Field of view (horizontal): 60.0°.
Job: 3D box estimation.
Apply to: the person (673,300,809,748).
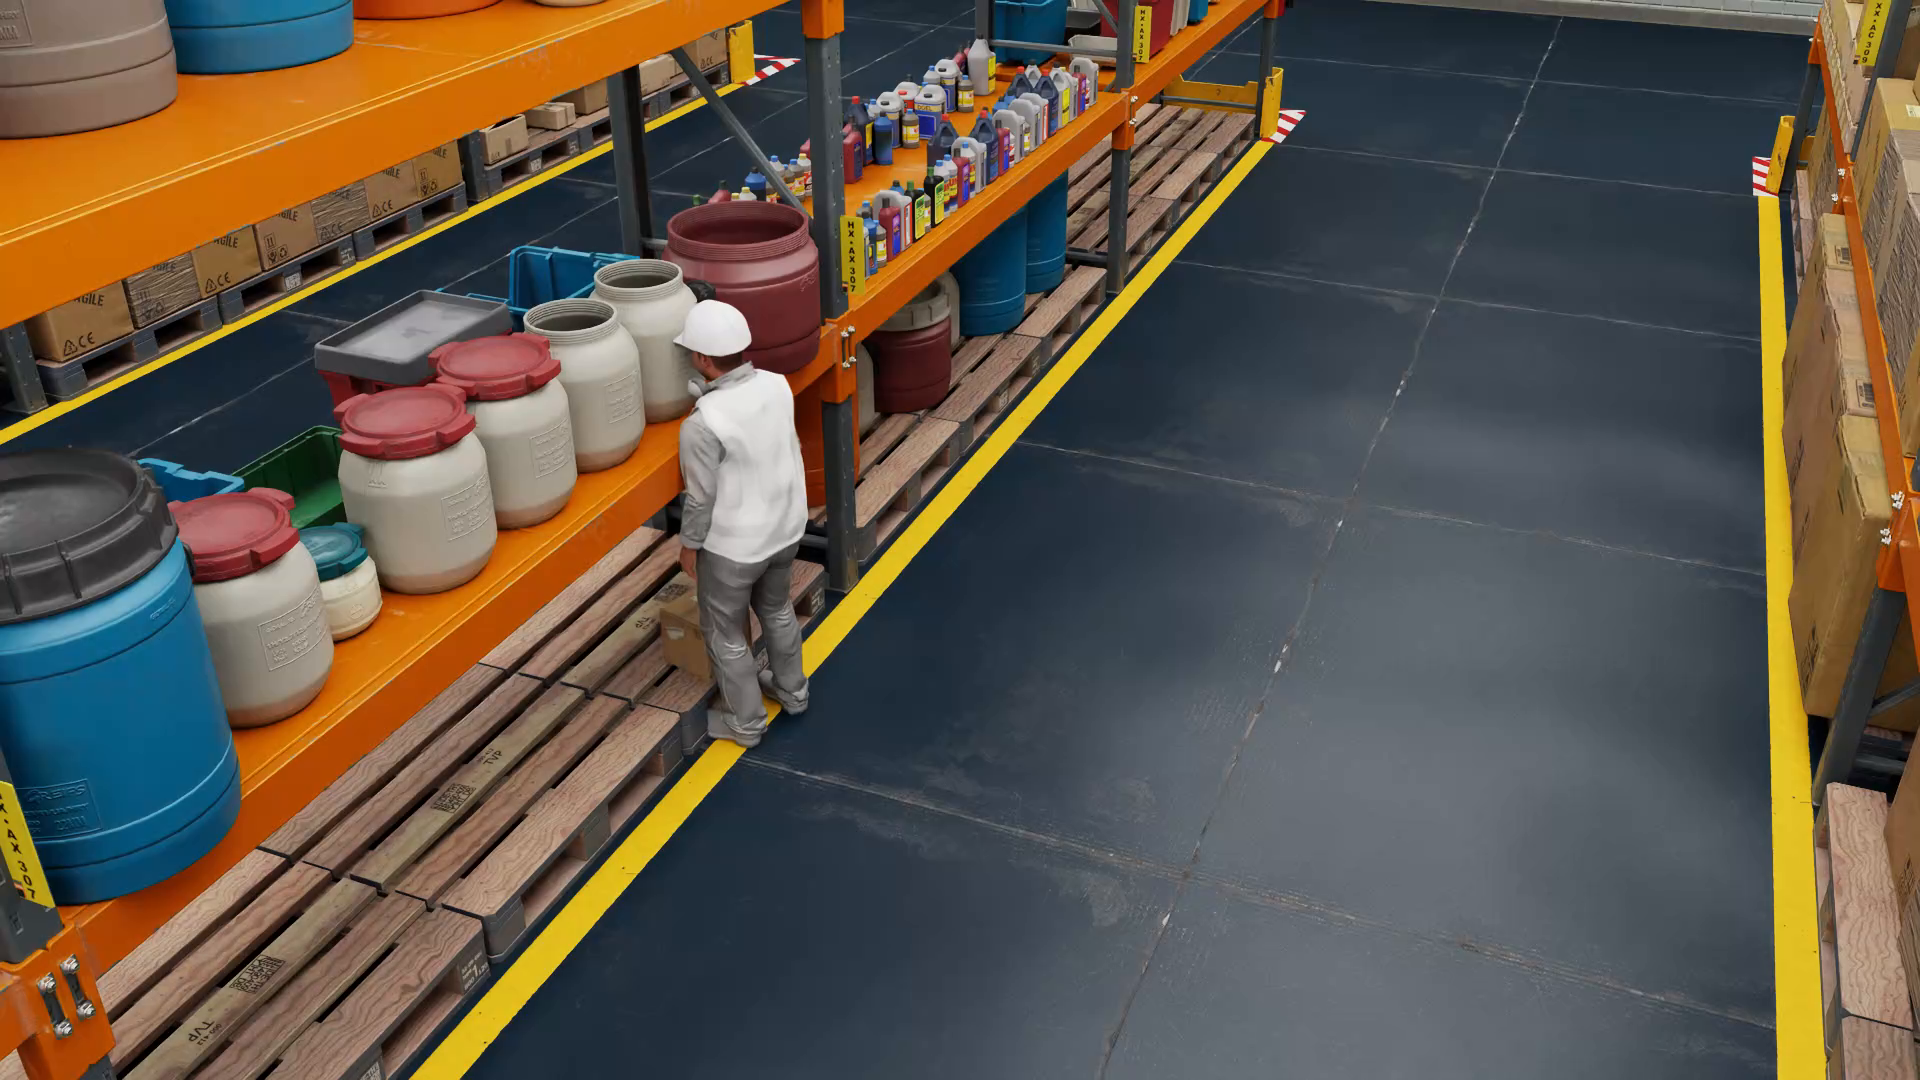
[{"bbox_3d":[-0.803,-0.043,6.174,0.447,1.773,0.566,21,36,32],"label":"person"}]
